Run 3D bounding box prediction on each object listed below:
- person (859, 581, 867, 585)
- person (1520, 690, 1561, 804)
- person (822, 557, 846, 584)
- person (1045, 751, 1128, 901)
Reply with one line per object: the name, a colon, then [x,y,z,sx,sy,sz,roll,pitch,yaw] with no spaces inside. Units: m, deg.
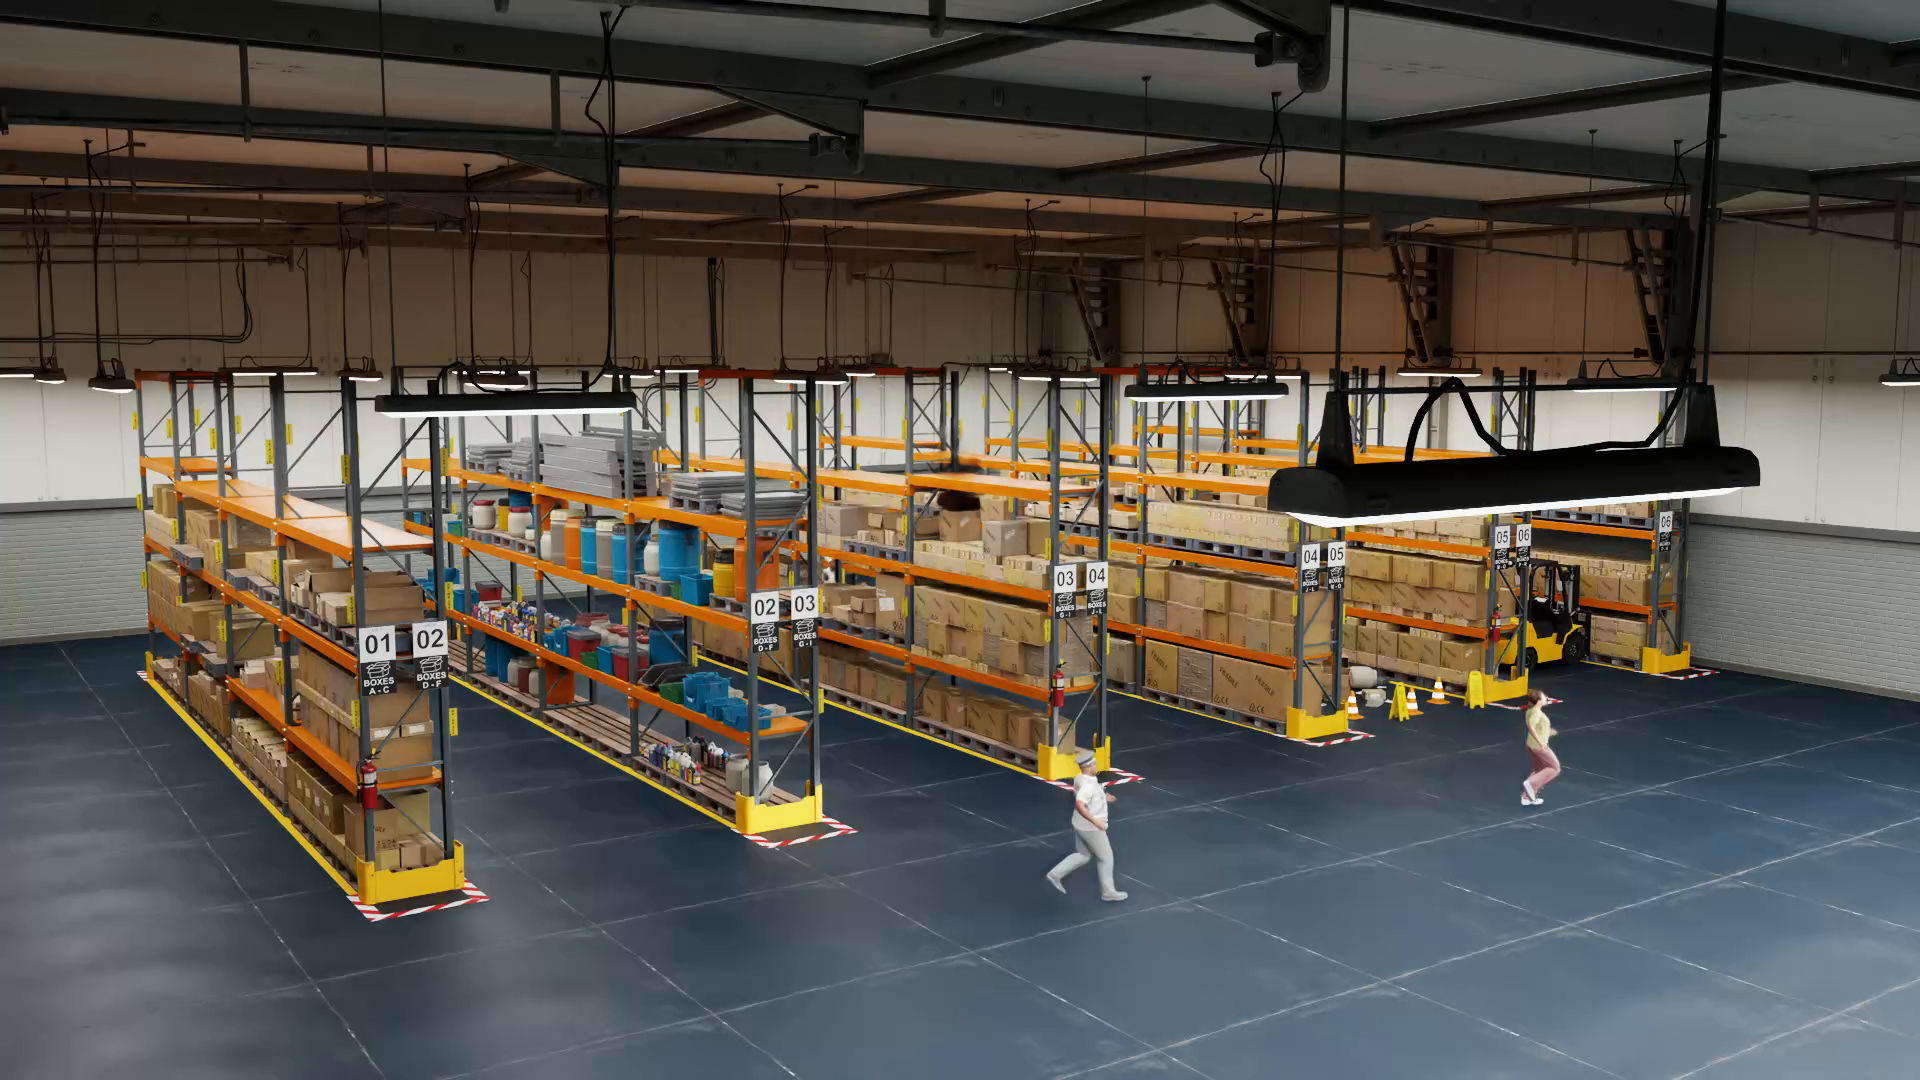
person: [-1.969,1.673,33.780,0.638,1.688,0.733,-6,9,-42]
person: [8.119,2.895,23.257,0.537,1.623,0.565,0,6,-2]
person: [-2.885,1.222,37.678,0.670,1.770,0.840,-4,8,-34]
person: [1.483,3.287,19.134,0.933,1.755,0.672,-2,7,-13]
